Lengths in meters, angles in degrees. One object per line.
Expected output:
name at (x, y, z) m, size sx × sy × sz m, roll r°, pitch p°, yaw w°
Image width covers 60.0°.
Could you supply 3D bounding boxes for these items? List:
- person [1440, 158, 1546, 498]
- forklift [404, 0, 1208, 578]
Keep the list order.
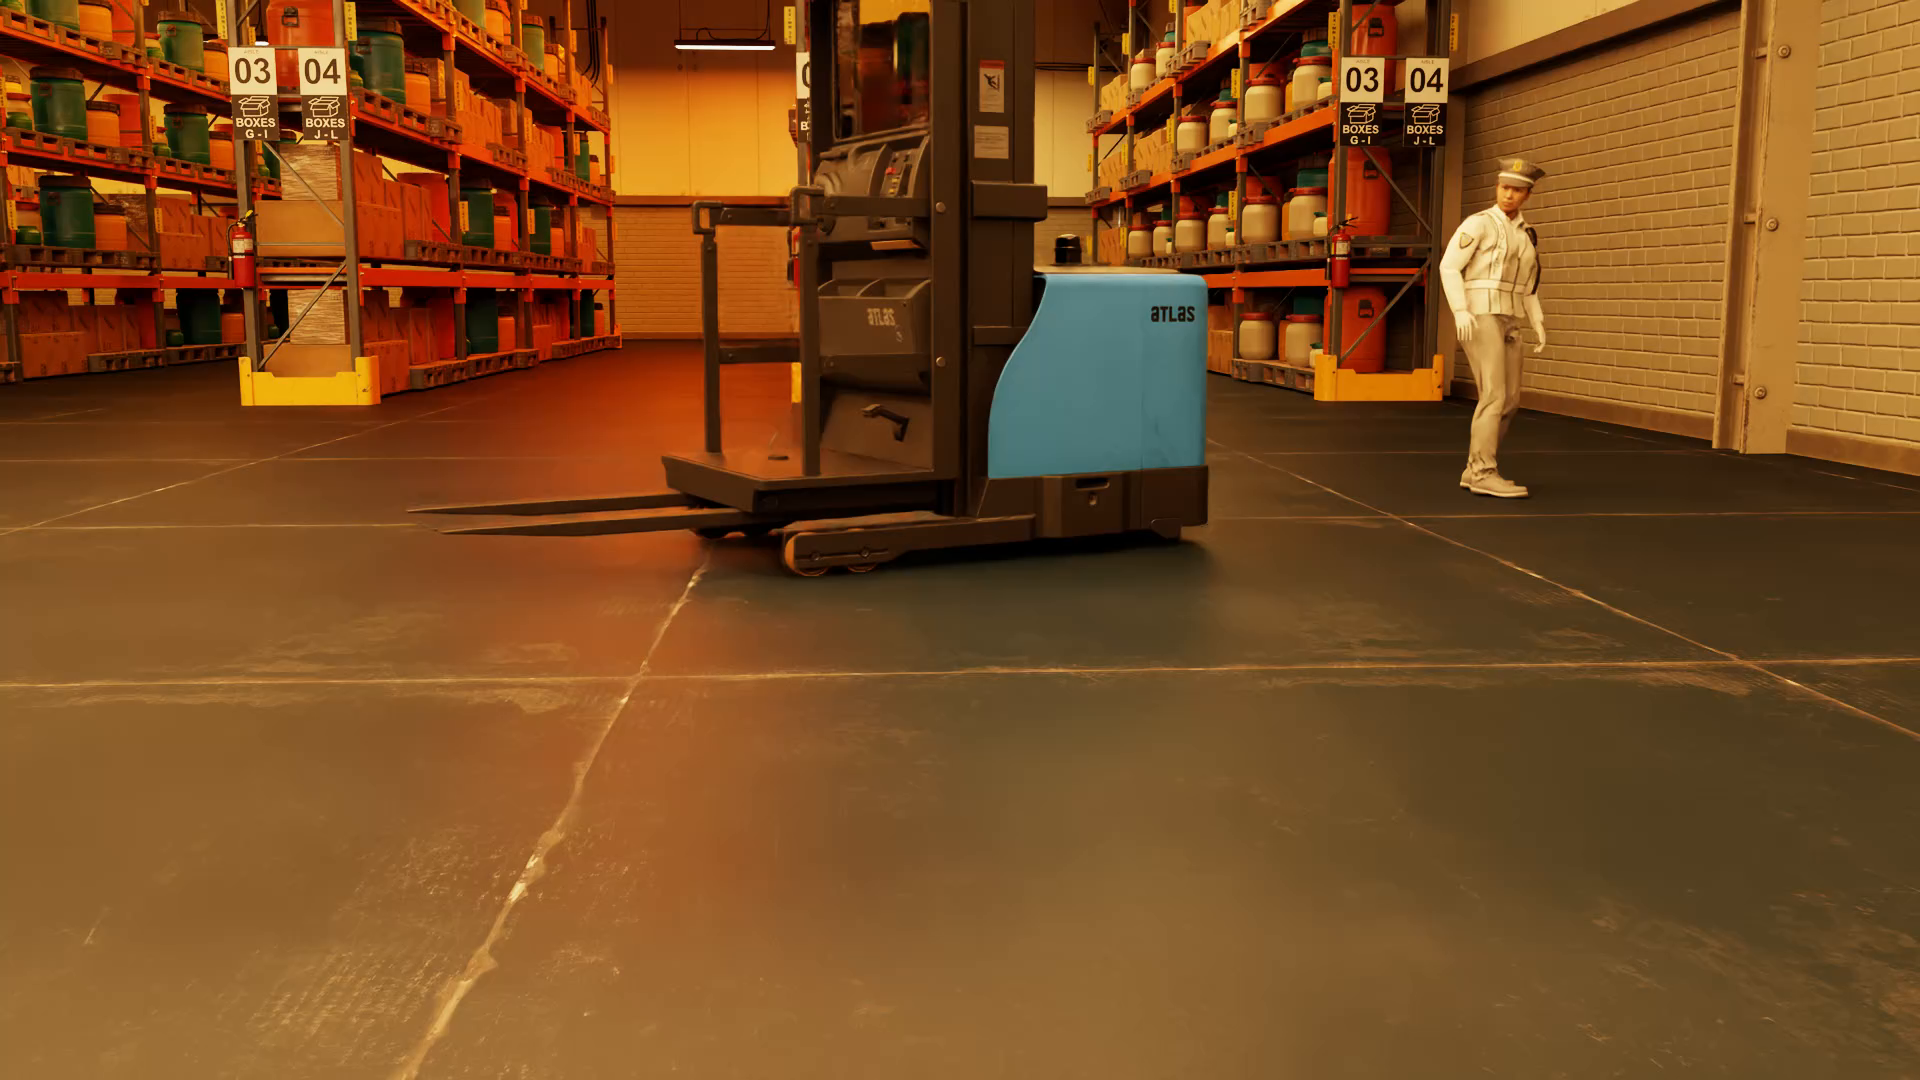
person at (2.734, -1.058, 8.314) m, size 0.692 × 1.655 × 0.463 m, roll -7°, pitch 11°, yaw -41°
forklift at (-0.534, -1.404, 6.288) m, size 3.031 × 2.935 × 1.130 m, roll -5°, pitch 10°, yaw -28°
